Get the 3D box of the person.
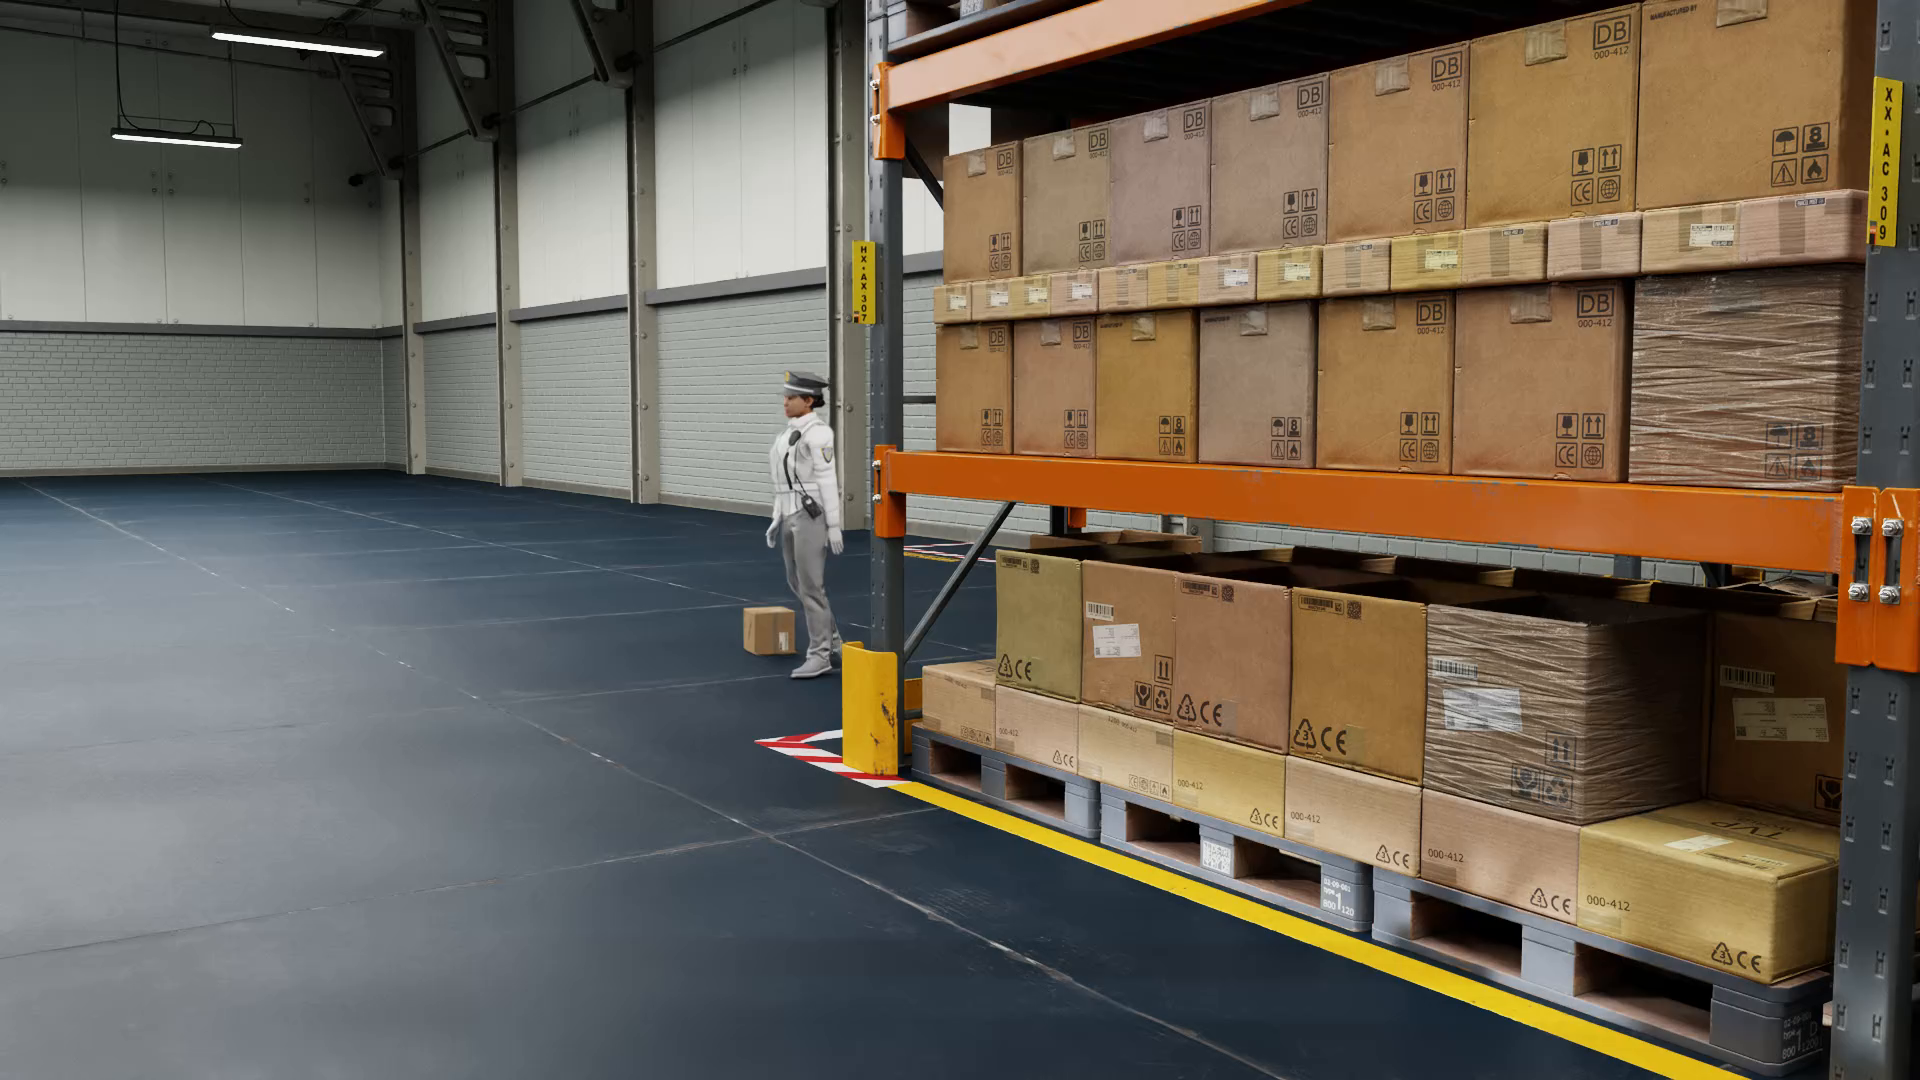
[{"bbox_3d":[-0.830,-0.099,9.210,0.483,1.669,0.670,-2,5,-25],"label":"person"}]
